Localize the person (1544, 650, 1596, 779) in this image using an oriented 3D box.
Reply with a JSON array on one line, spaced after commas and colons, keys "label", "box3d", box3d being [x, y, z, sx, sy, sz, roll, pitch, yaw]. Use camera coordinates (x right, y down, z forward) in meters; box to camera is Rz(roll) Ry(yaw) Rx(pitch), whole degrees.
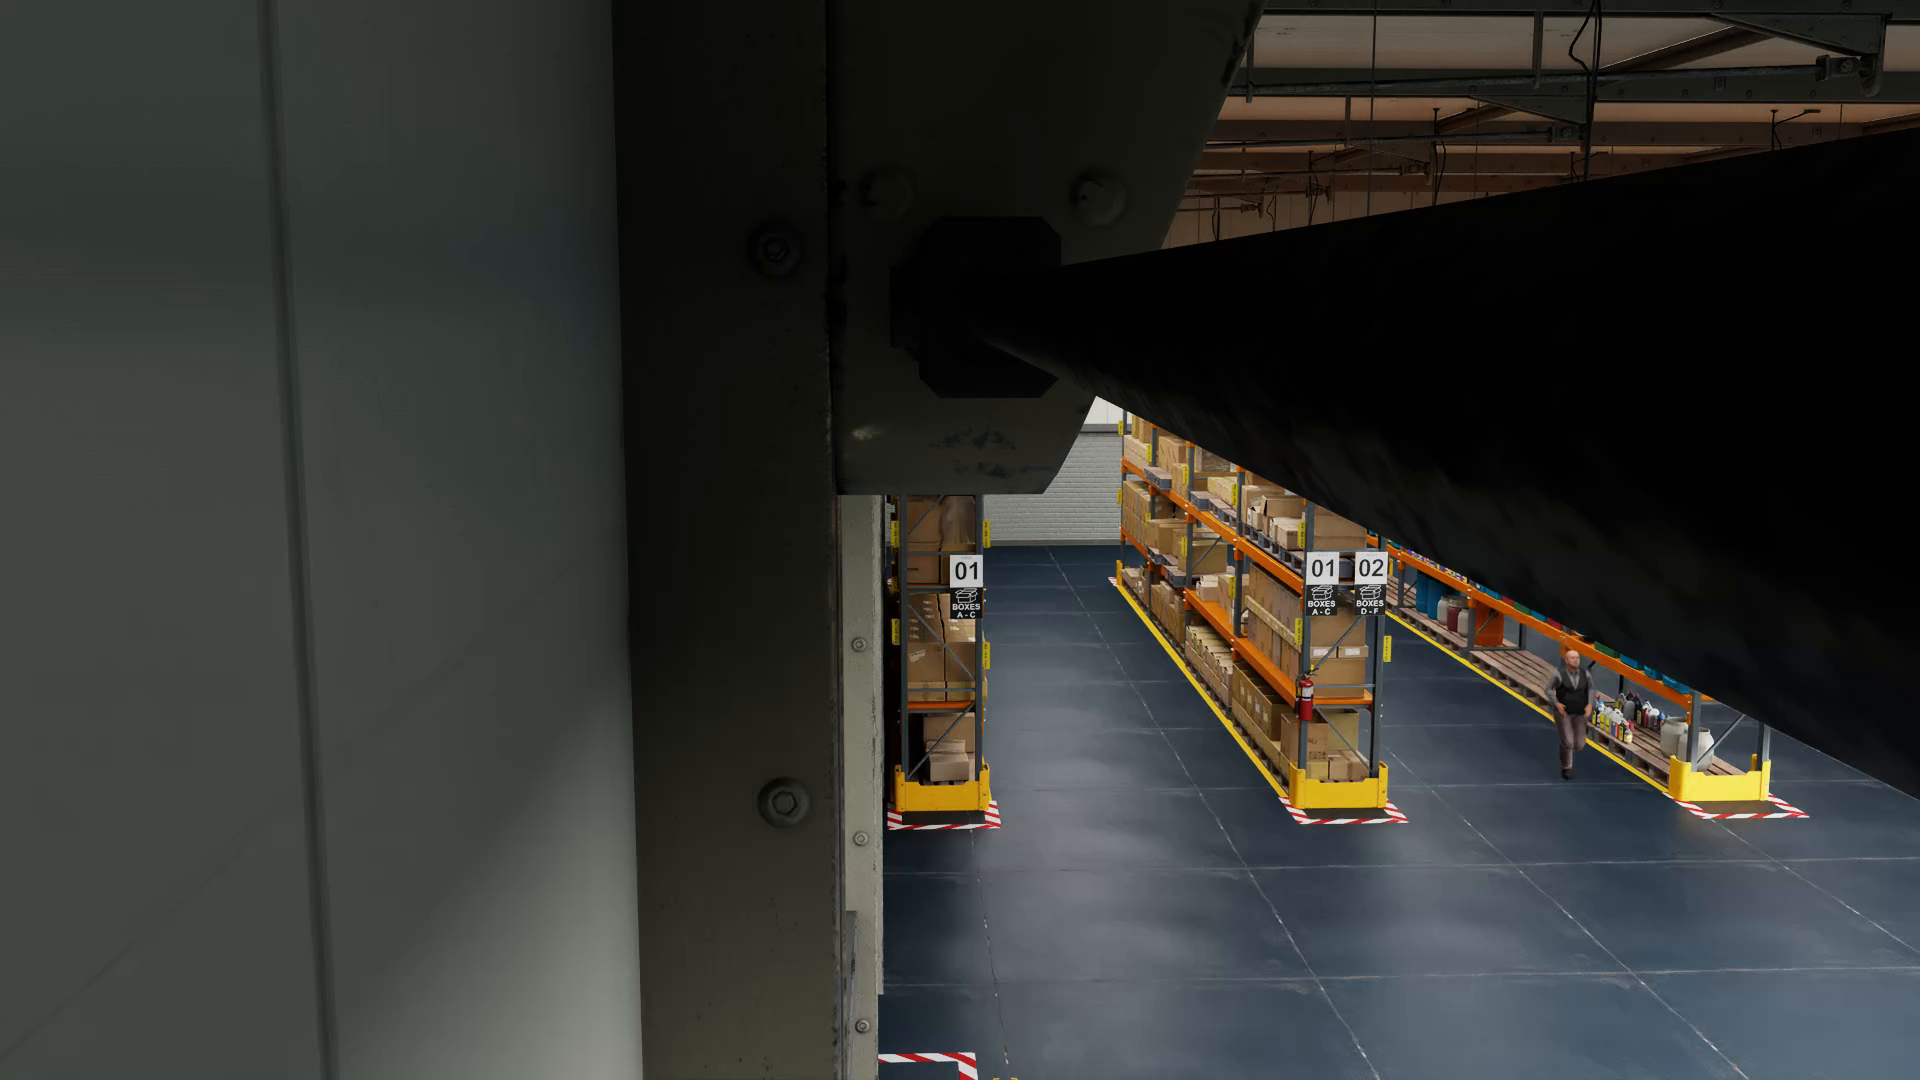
[{"label": "person", "box3d": [8.054, 2.274, 22.000, 0.683, 1.683, 0.621, 0, 8, 0]}]
